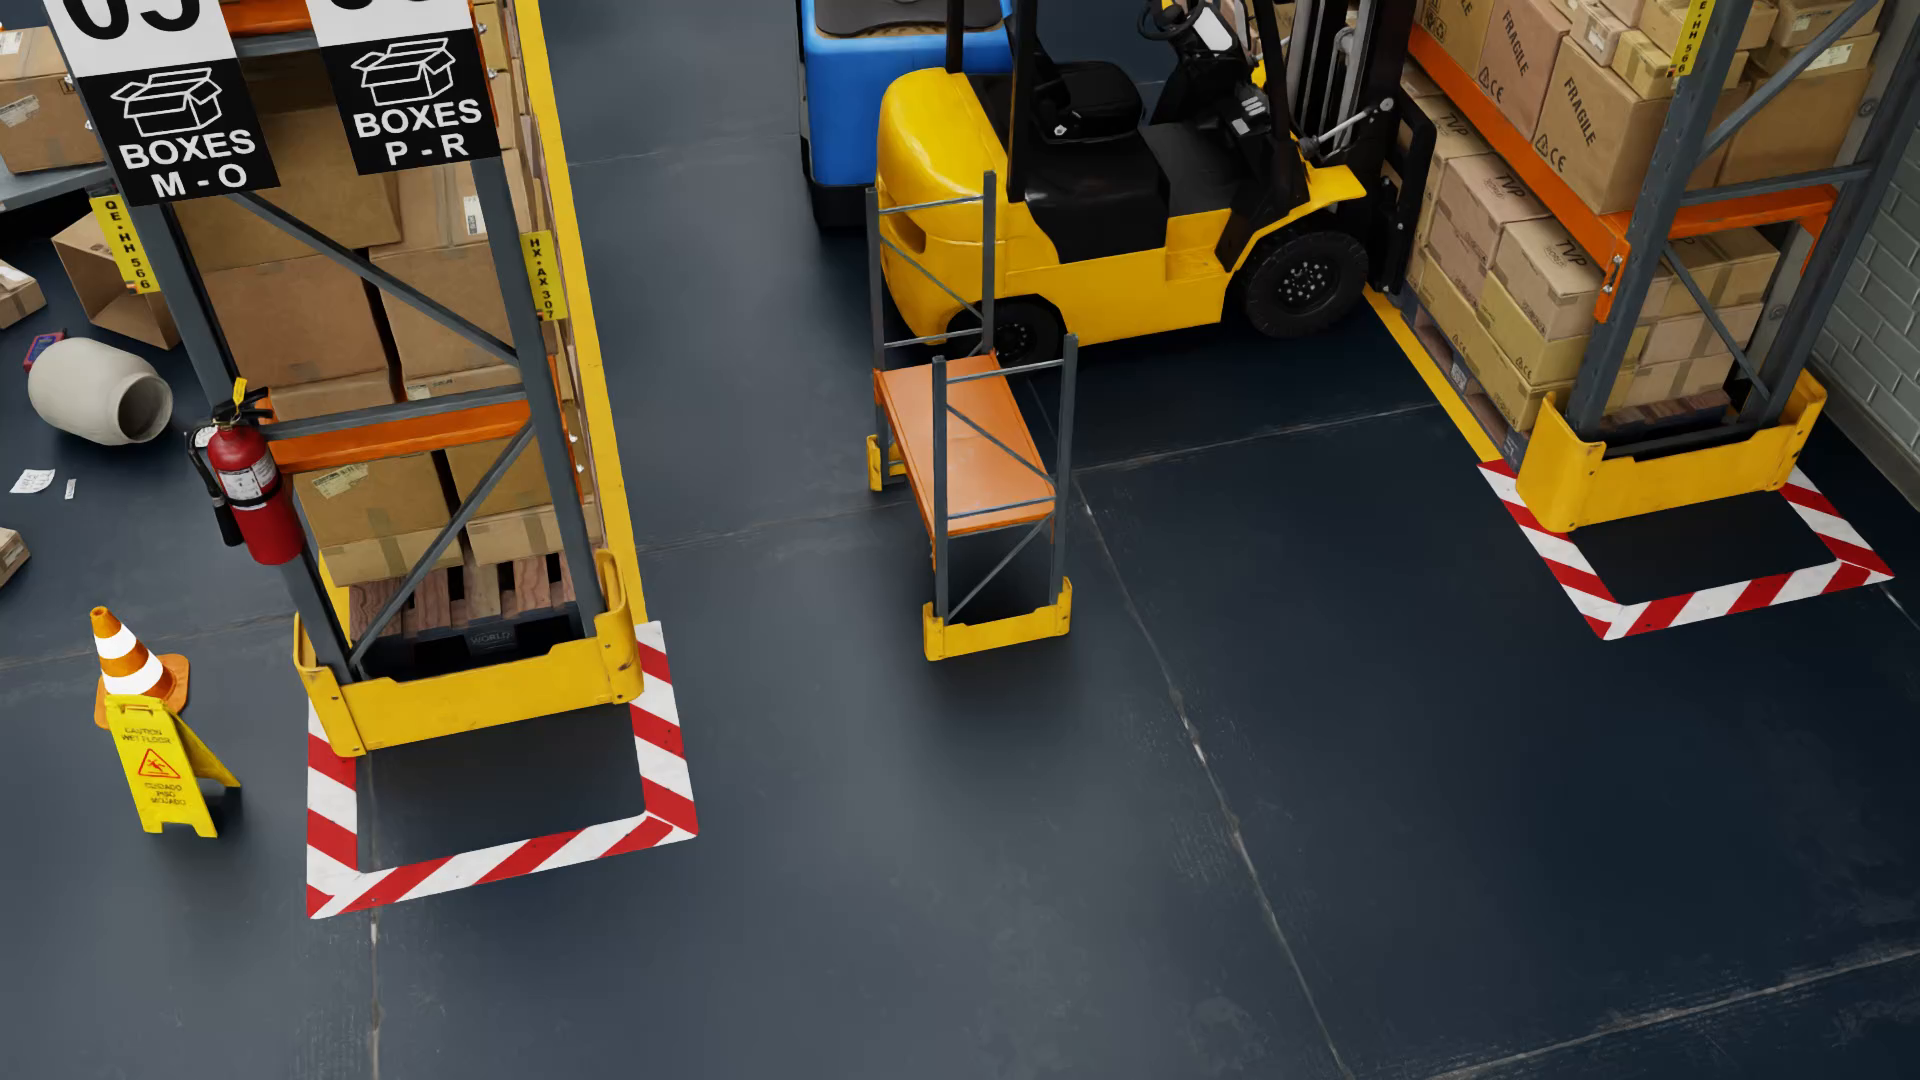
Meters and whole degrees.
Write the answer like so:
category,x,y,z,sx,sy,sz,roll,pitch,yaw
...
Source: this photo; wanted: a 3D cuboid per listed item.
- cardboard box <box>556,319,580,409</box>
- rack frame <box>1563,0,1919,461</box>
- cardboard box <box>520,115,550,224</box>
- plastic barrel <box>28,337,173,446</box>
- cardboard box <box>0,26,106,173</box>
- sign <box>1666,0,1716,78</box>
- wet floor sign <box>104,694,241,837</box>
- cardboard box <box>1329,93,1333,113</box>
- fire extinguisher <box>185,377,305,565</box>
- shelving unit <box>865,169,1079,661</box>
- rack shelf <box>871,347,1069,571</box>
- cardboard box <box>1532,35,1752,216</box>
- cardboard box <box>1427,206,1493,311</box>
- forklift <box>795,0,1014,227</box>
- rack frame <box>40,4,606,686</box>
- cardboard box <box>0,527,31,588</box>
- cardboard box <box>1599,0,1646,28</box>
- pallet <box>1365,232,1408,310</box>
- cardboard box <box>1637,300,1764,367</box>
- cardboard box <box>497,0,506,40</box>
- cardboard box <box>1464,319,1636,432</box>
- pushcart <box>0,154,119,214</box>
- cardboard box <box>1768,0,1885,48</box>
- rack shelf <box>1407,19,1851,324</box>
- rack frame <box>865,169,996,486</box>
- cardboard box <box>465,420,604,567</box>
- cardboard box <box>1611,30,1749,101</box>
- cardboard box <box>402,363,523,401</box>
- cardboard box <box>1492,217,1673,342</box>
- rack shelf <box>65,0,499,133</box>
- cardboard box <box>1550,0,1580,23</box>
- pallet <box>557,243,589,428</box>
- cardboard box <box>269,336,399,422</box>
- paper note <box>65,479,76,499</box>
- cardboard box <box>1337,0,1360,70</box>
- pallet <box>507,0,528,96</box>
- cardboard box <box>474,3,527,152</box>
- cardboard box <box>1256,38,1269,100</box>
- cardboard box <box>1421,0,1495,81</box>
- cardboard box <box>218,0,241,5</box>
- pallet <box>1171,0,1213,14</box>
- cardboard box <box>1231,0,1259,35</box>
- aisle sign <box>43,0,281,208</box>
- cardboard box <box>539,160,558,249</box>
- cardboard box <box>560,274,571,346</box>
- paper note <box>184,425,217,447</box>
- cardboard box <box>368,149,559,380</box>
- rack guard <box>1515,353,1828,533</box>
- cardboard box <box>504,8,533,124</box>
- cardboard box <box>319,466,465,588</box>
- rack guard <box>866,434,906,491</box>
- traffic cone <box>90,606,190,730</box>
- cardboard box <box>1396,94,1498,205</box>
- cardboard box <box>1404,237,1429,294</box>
category,x,y,z,sx,sy,sz,roll,pitch,yaw
cardboard box,-1.882,-0.832,6.822,0.500,0.500,0.500,-12,47,-12
rack frame,2.999,-1.311,6.186,1.000,3.000,0.127,-11,47,-10
cardboard box,-2.148,-1.547,7.523,0.500,0.500,0.500,-8,46,-8
plastic barrel,-3.791,-0.649,7.340,0.512,0.421,0.421,19,48,17
cardboard box,-4.535,-2.207,8.283,0.500,0.500,0.500,-11,47,-10
sign,2.471,-1.710,5.600,0.100,0.325,0.005,-11,47,-10
wet floor sign,-2.784,0.750,5.814,0.267,0.644,0.232,4,46,4
cardboard box,2.049,-2.345,8.480,0.500,0.250,0.500,-11,47,-11
fire extinguisher,-2.214,-0.211,5.161,0.296,0.674,0.183,-11,47,-10
shelving unit,0.020,-0.472,6.414,0.587,1.500,1.083,-11,47,-10
rack shelf,0.022,-0.340,6.536,0.538,0.185,1.000,-11,47,-10
cardboard box,2.619,-1.638,6.436,0.500,0.500,0.500,-12,47,-11
cardboard box,2.454,-1.298,7.454,0.500,0.250,0.500,-11,47,-11
forklift,-0.369,-3.675,8.550,1.130,2.935,3.031,-4,46,-4
rack frame,-1.798,-0.401,5.294,1.000,3.000,0.127,-11,47,-10
cardboard box,-4.086,0.062,6.836,0.380,0.149,0.250,11,47,11
cardboard box,2.610,-2.051,6.178,0.380,0.149,0.250,-11,47,-10
pallet,2.454,-1.696,8.515,1.003,0.211,1.213,-11,47,-10
cardboard box,3.079,-1.033,7.194,0.500,0.250,0.500,-10,46,-10
cardboard box,-2.193,-2.329,6.905,0.500,0.500,0.500,-10,46,-9
cardboard box,2.573,-0.762,7.279,0.500,0.250,0.500,-10,46,-10
pushcart,-5.014,-1.793,8.494,1.648,0.377,0.936,-26,51,-24
cardboard box,3.120,-1.948,6.077,0.380,0.149,0.250,-12,47,-11
rack shelf,2.487,-2.440,7.796,1.077,0.370,4.000,-11,47,-10
rack frame,-0.108,-0.817,6.751,0.500,1.500,0.032,-11,47,-10
cardboard box,-1.737,-0.193,6.721,0.500,0.250,0.500,-11,47,-11
cardboard box,2.639,-1.761,6.102,0.380,0.149,0.250,-10,46,-10
cardboard box,-1.685,-0.586,5.650,0.380,0.149,0.250,-11,47,-10
cardboard box,2.580,-1.107,6.916,0.500,0.250,0.500,-9,46,-9
rack shelf,-2.310,-2.580,5.832,1.077,0.370,4.000,-11,47,-10
cardboard box,2.538,-2.123,6.457,0.380,0.149,0.250,-10,46,-10
pallet,-2.300,-0.886,7.721,1.003,0.211,1.213,-11,47,-10
cardboard box,-2.101,-0.532,5.598,0.380,0.149,0.250,-9,46,-9
paper note,-3.858,-0.221,7.210,0.032,0.001,0.123,-11,47,-10
cardboard box,2.055,-2.520,8.301,0.500,0.250,0.500,-9,46,-9
pallet,-3.023,-2.724,9.522,1.003,0.211,1.213,-11,47,-10
cardboard box,-1.919,-1.626,6.216,0.500,0.500,0.500,-12,47,-11
cardboard box,1.924,-2.515,8.997,0.500,0.250,0.500,-12,47,-11
cardboard box,2.364,-2.352,7.135,0.500,0.500,0.500,-12,47,-11
cardboard box,-2.160,-1.558,4.503,0.380,0.149,0.250,-11,47,-10
pallet,1.749,-3.598,10.379,1.003,0.211,1.213,-11,47,-10
cardboard box,1.800,-3.042,9.163,0.500,0.250,0.500,-11,47,-11
aisle sign,-2.063,-1.215,4.271,0.394,0.787,0.004,-11,47,-10
cardboard box,-2.265,-1.622,8.122,0.500,0.250,0.500,-12,47,-11
cardboard box,-2.013,-0.921,7.435,0.500,0.250,0.500,-8,46,-8
paper note,-3.384,-0.473,7.443,0.142,0.019,0.148,-26,51,-24
cardboard box,-1.651,-0.918,5.522,0.500,0.500,0.500,-11,47,-11
rack guard,3.005,-0.420,7.062,1.175,0.500,0.348,-11,47,-10
cardboard box,-2.411,-2.250,8.212,0.500,0.500,0.500,-11,47,-11
cardboard box,-2.271,-0.111,6.641,0.500,0.250,0.500,-11,47,-11
rack guard,-0.108,-0.379,7.197,0.587,0.250,0.087,-11,47,-10
traffic cone,-3.155,0.426,6.259,0.336,0.463,0.334,-11,47,-10
cardboard box,2.304,-1.805,7.600,0.500,0.250,0.500,-10,46,-10
cardboard box,2.336,-1.455,7.957,0.500,0.250,0.500,-10,46,-10
